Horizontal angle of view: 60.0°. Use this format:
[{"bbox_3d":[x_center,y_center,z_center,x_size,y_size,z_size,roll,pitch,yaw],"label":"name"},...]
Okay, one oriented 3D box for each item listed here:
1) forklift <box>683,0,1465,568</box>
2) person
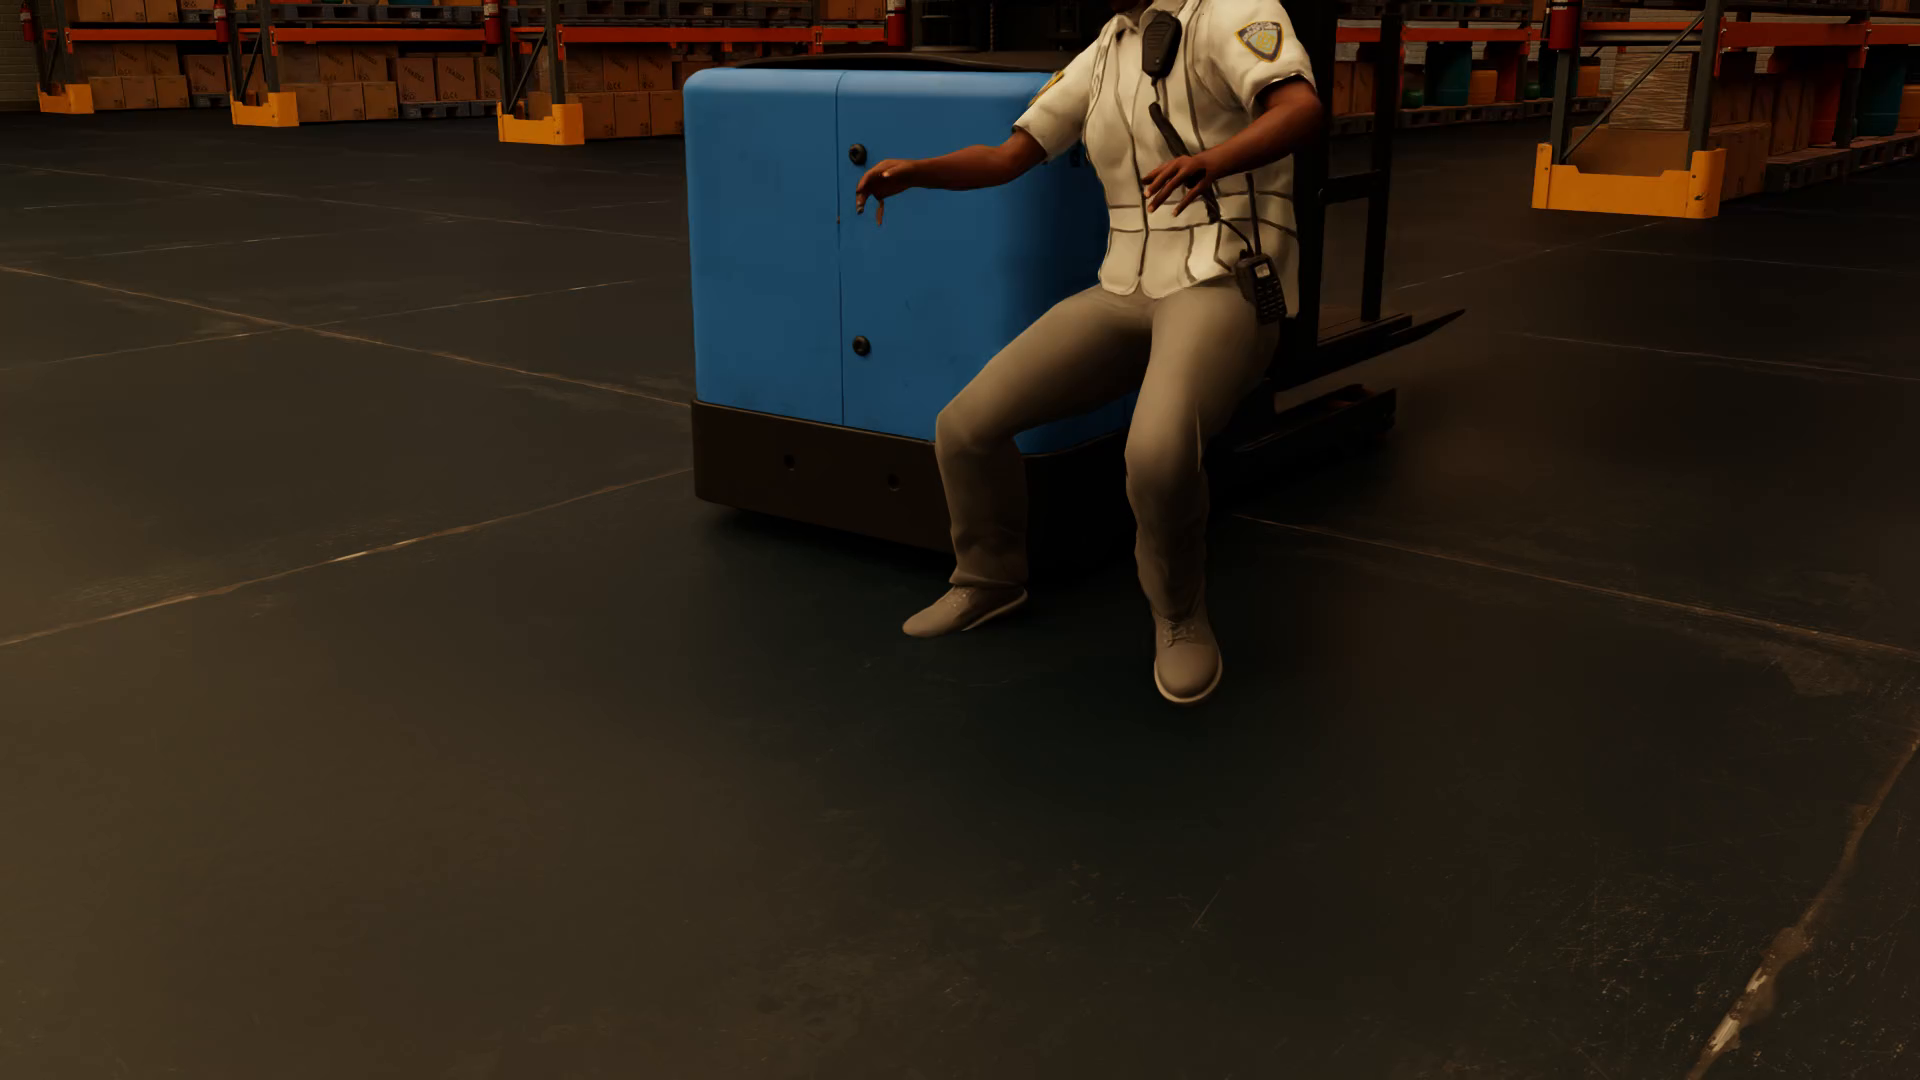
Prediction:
[{"bbox_3d":[0.623,-1.710,4.528,1.130,2.935,3.031,12,21,34],"label":"forklift"},{"bbox_3d":[0.218,-0.423,2.894,0.744,1.476,0.880,-11,20,-32],"label":"person"}]
